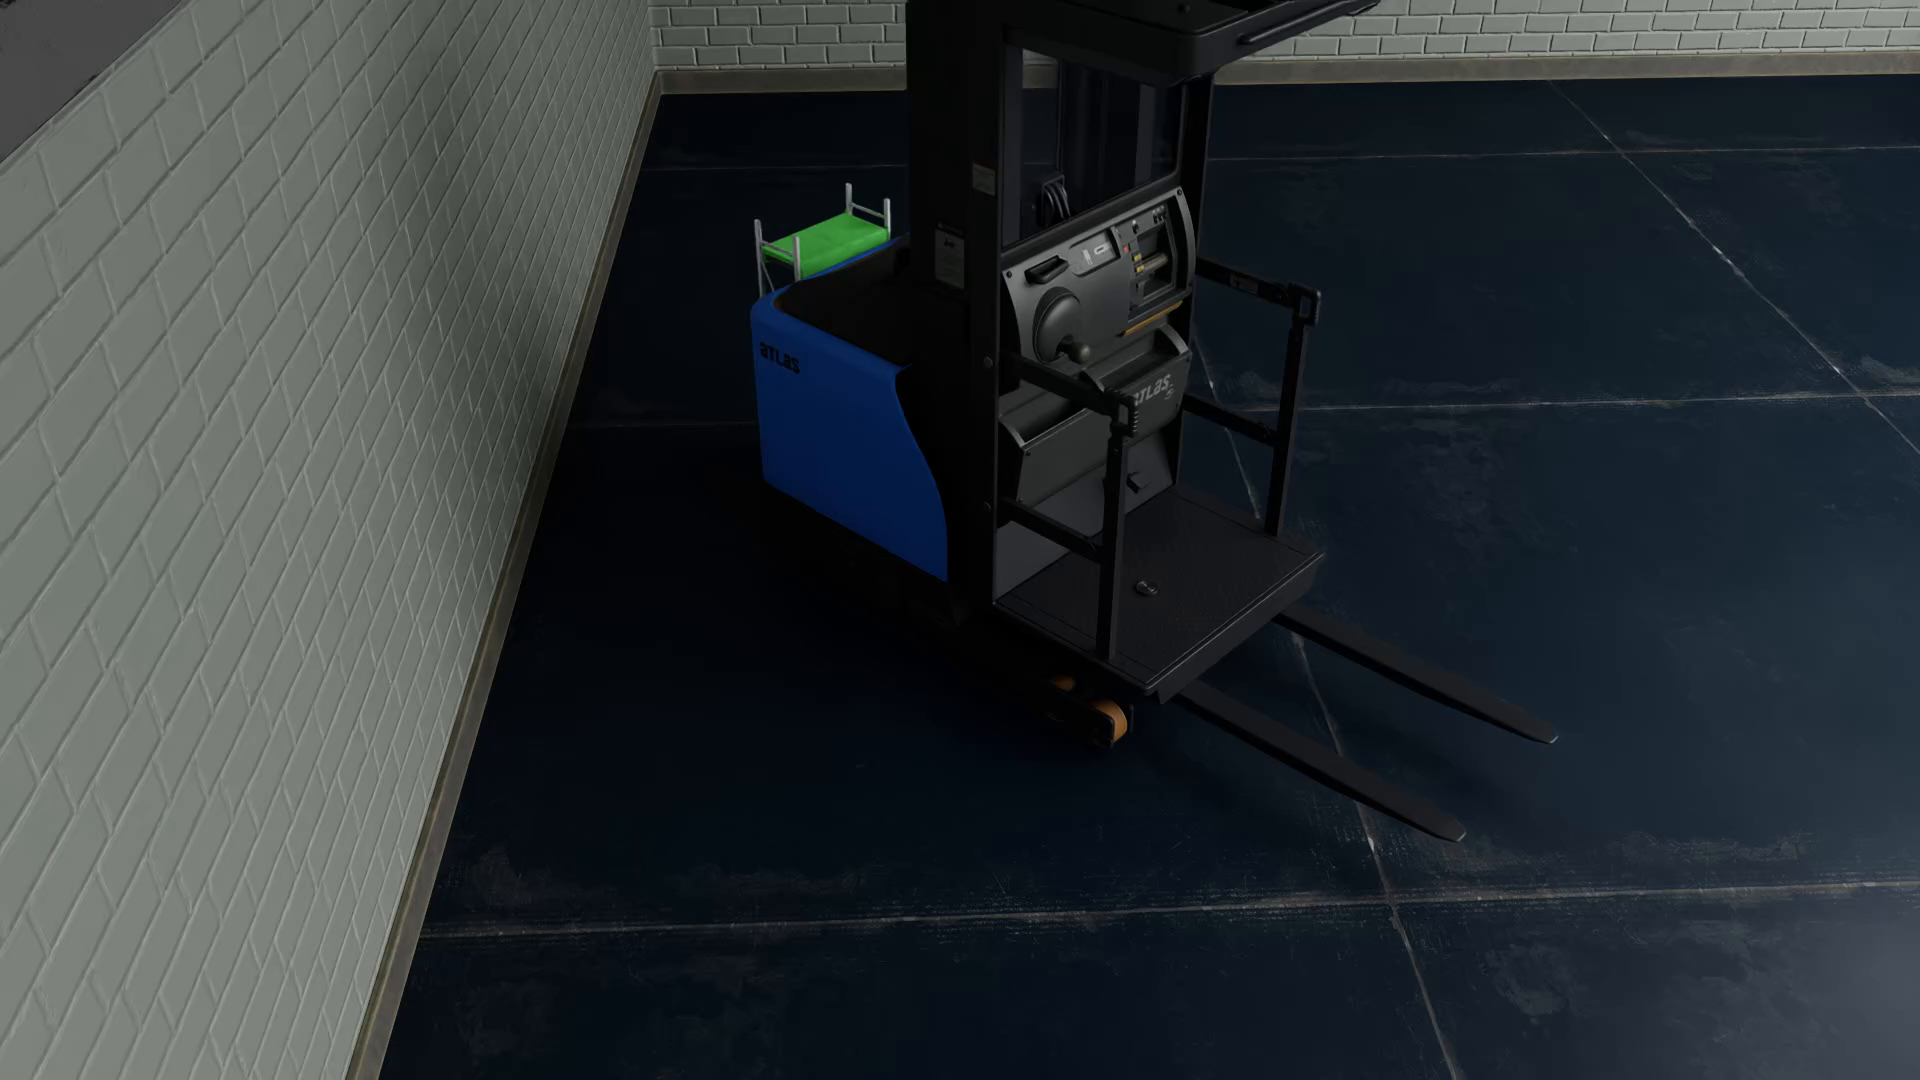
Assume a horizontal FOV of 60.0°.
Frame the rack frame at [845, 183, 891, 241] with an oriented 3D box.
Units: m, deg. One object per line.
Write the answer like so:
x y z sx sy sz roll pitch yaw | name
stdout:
-0.370 -0.901 6.997 0.240 1.200 0.015 28 43 34 | rack frame

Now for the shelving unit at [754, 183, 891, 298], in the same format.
-0.536 -0.800 6.850 0.258 1.200 0.503 28 43 34 | shelving unit

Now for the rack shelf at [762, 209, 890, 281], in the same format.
-0.537 -1.142 6.614 0.258 0.148 0.480 28 43 34 | rack shelf

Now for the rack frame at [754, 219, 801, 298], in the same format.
-0.702 -0.698 6.704 0.240 1.200 0.015 28 43 34 | rack frame

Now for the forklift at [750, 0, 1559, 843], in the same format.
0.627 -0.833 5.378 3.031 2.935 1.130 28 43 34 | forklift
